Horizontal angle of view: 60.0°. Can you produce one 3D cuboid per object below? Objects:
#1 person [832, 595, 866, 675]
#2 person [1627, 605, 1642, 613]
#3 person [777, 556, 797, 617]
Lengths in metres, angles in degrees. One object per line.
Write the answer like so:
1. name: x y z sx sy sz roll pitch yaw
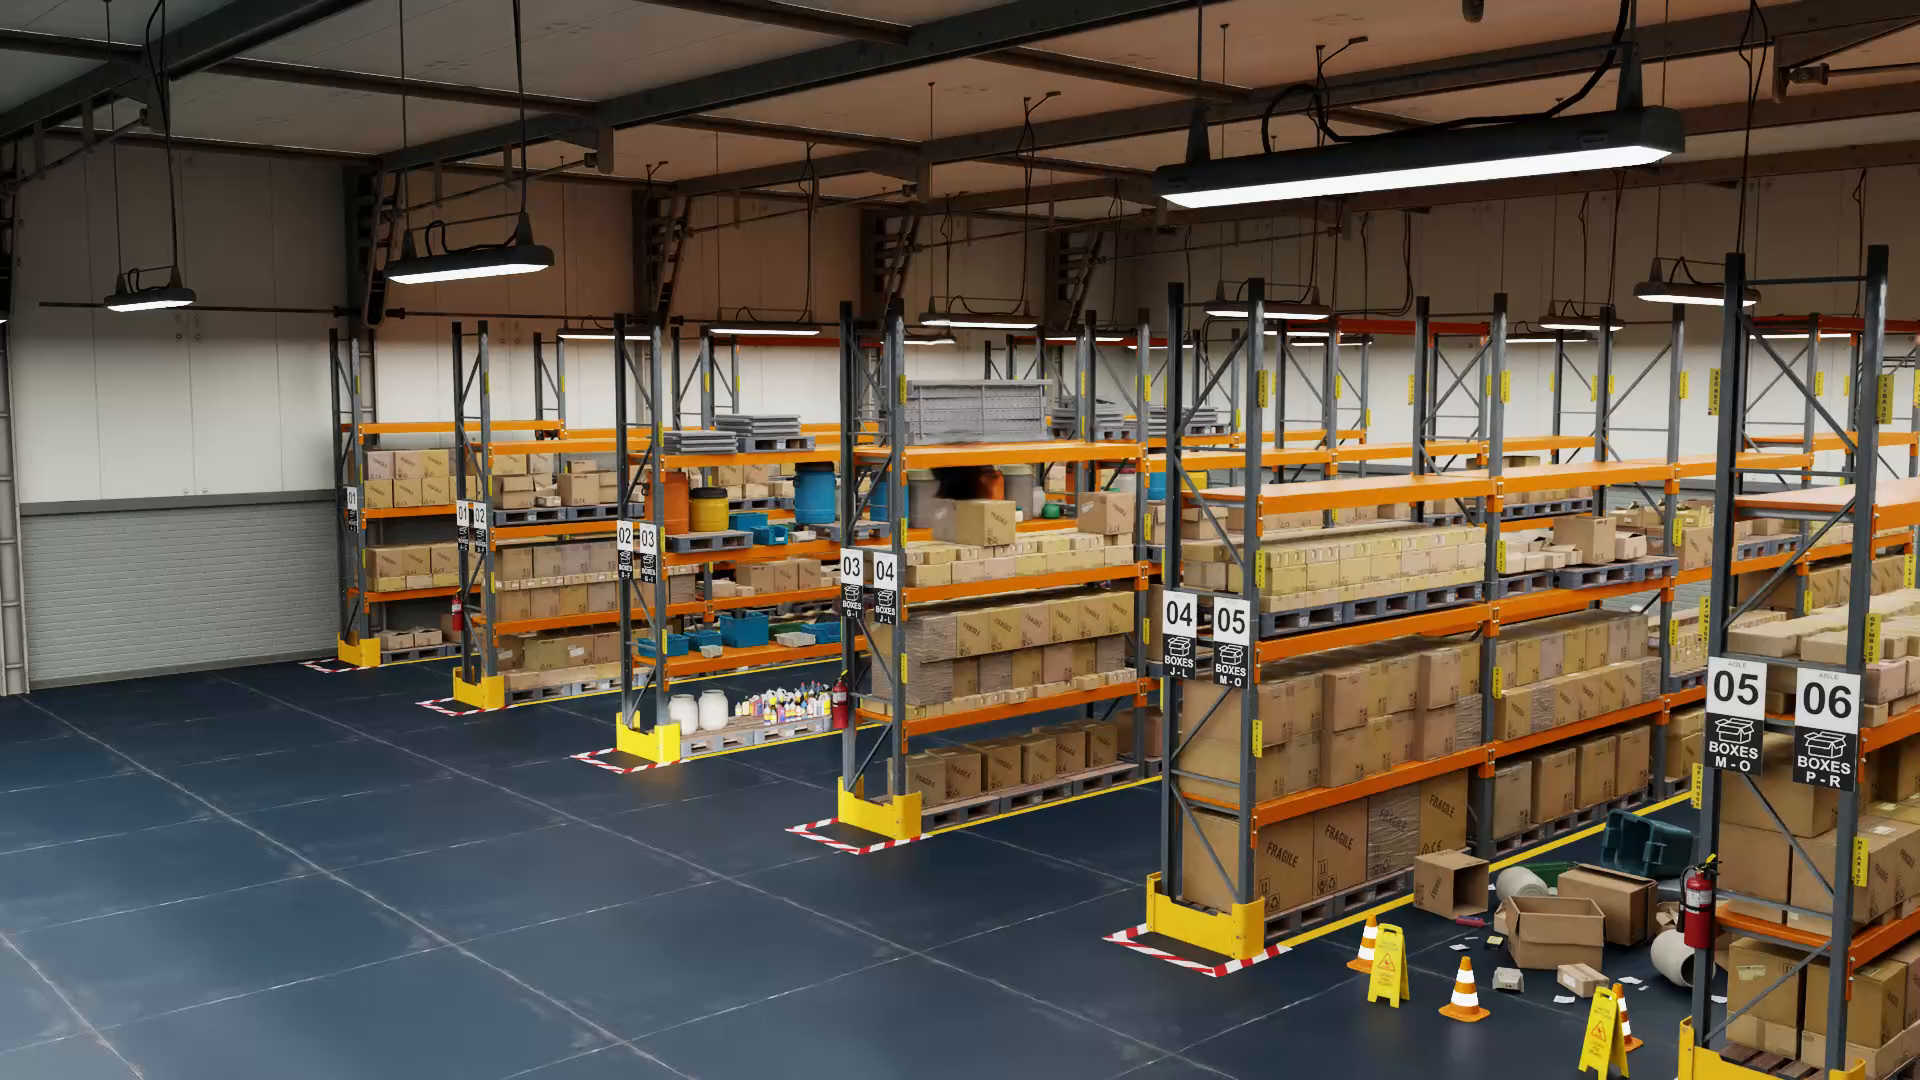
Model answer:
1. person: -1.865 1.533 27.864 0.680 1.766 0.734 4 7 37
2. person: 9.847 1.867 24.370 0.736 1.843 0.630 -5 8 -43
3. person: -3.315 1.143 32.512 0.582 1.665 0.578 5 7 41
